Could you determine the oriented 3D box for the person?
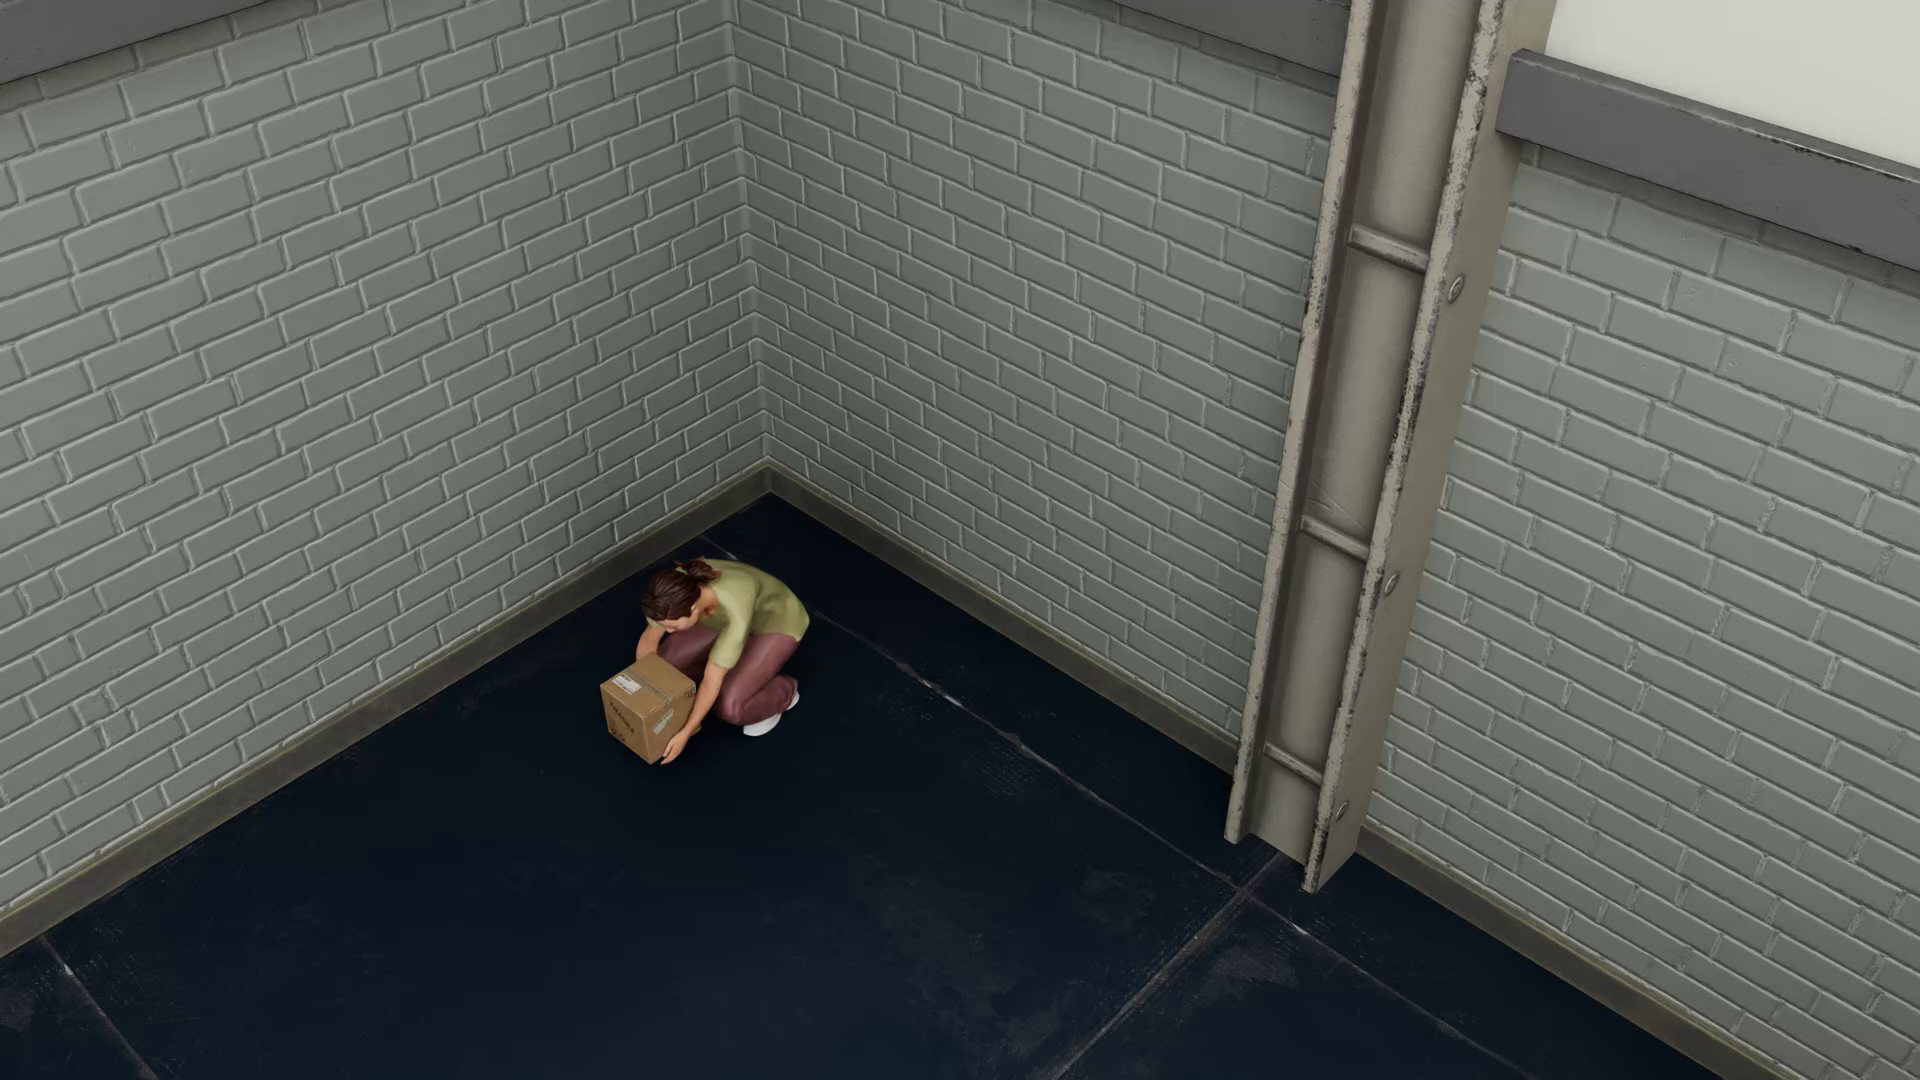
[{"bbox_3d":[-0.930,0.368,6.301,0.479,0.931,0.803,30,48,31],"label":"person"}]
